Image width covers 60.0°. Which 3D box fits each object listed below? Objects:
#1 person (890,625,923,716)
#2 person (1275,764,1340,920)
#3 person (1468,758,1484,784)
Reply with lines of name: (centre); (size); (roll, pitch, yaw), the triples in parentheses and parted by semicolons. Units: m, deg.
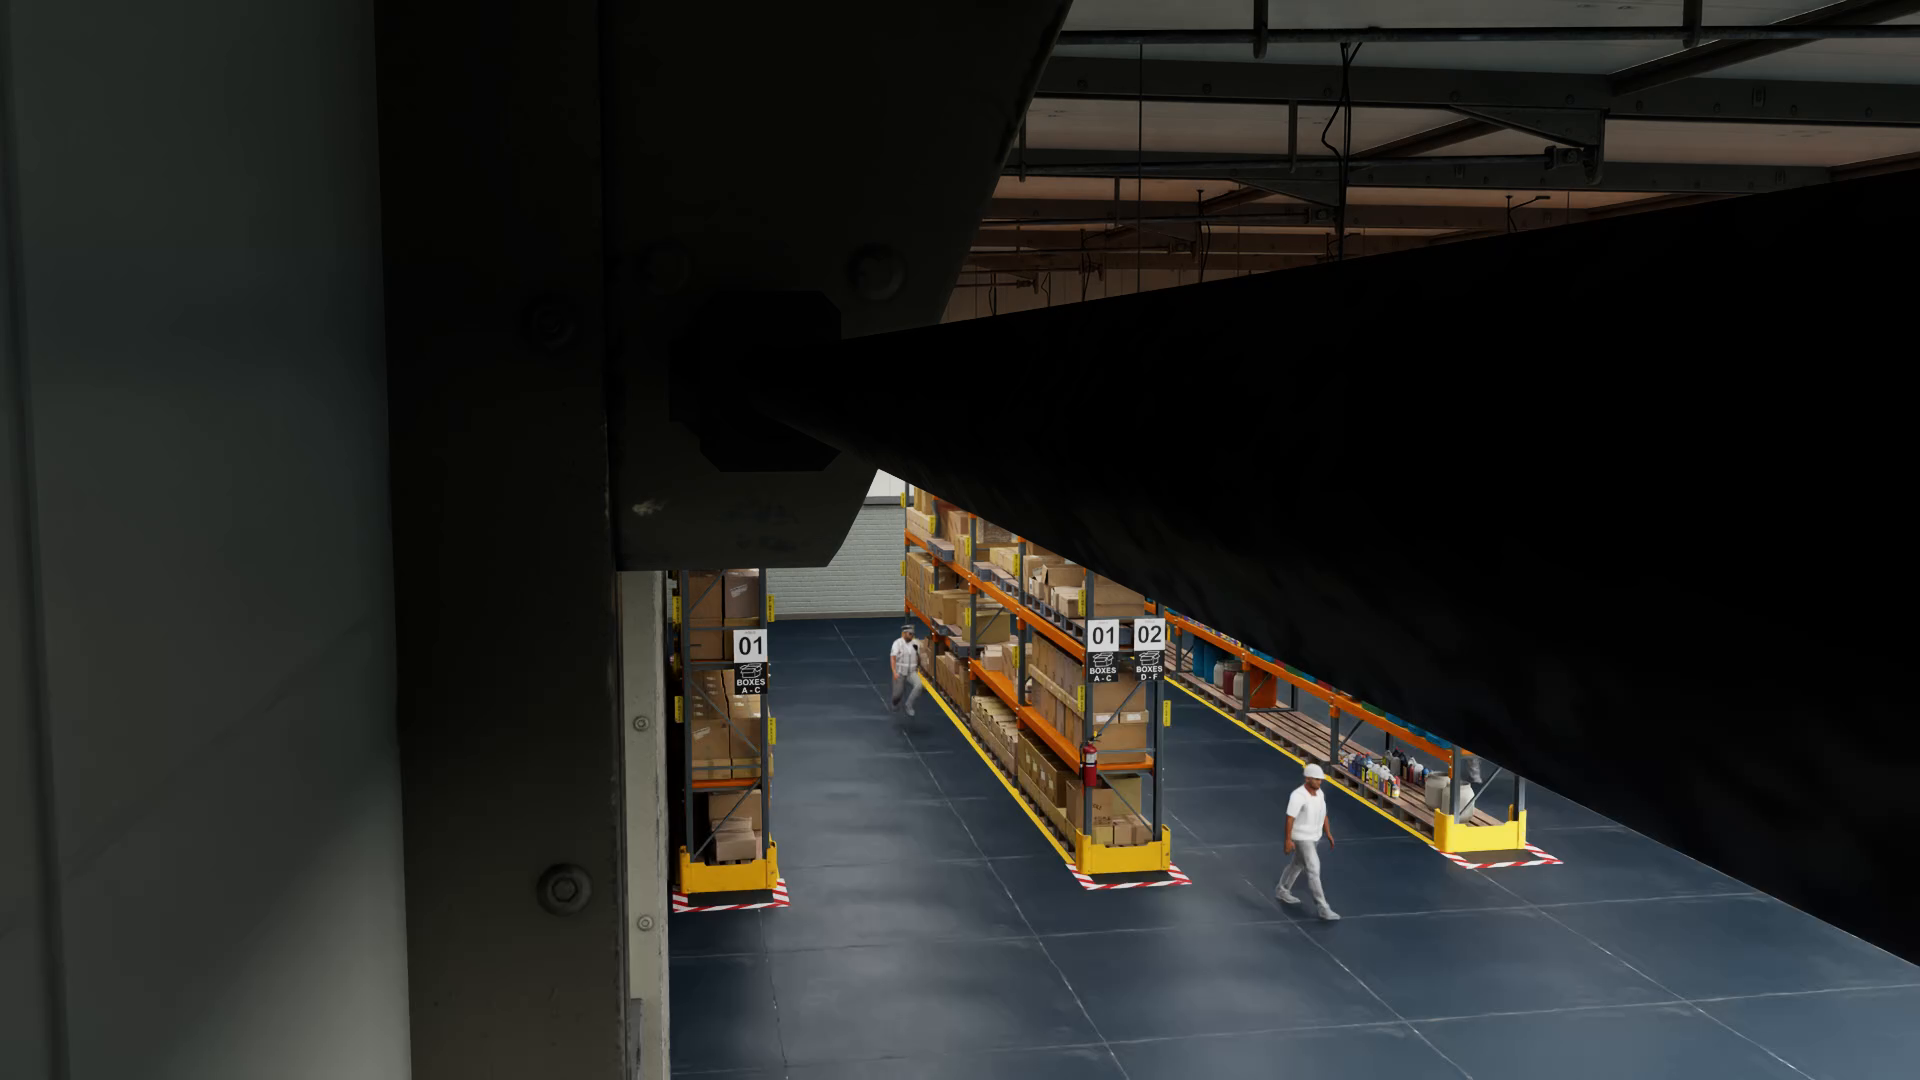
person: (-0.953, 2.267, 29.340); (0.621, 1.547, 0.794); (-3, 7, -27)
person: (4.085, 3.447, 19.308); (0.996, 1.710, 0.591); (5, 8, 39)
person: (7.880, 2.843, 25.570); (0.607, 1.696, 0.798); (0, 6, 5)
